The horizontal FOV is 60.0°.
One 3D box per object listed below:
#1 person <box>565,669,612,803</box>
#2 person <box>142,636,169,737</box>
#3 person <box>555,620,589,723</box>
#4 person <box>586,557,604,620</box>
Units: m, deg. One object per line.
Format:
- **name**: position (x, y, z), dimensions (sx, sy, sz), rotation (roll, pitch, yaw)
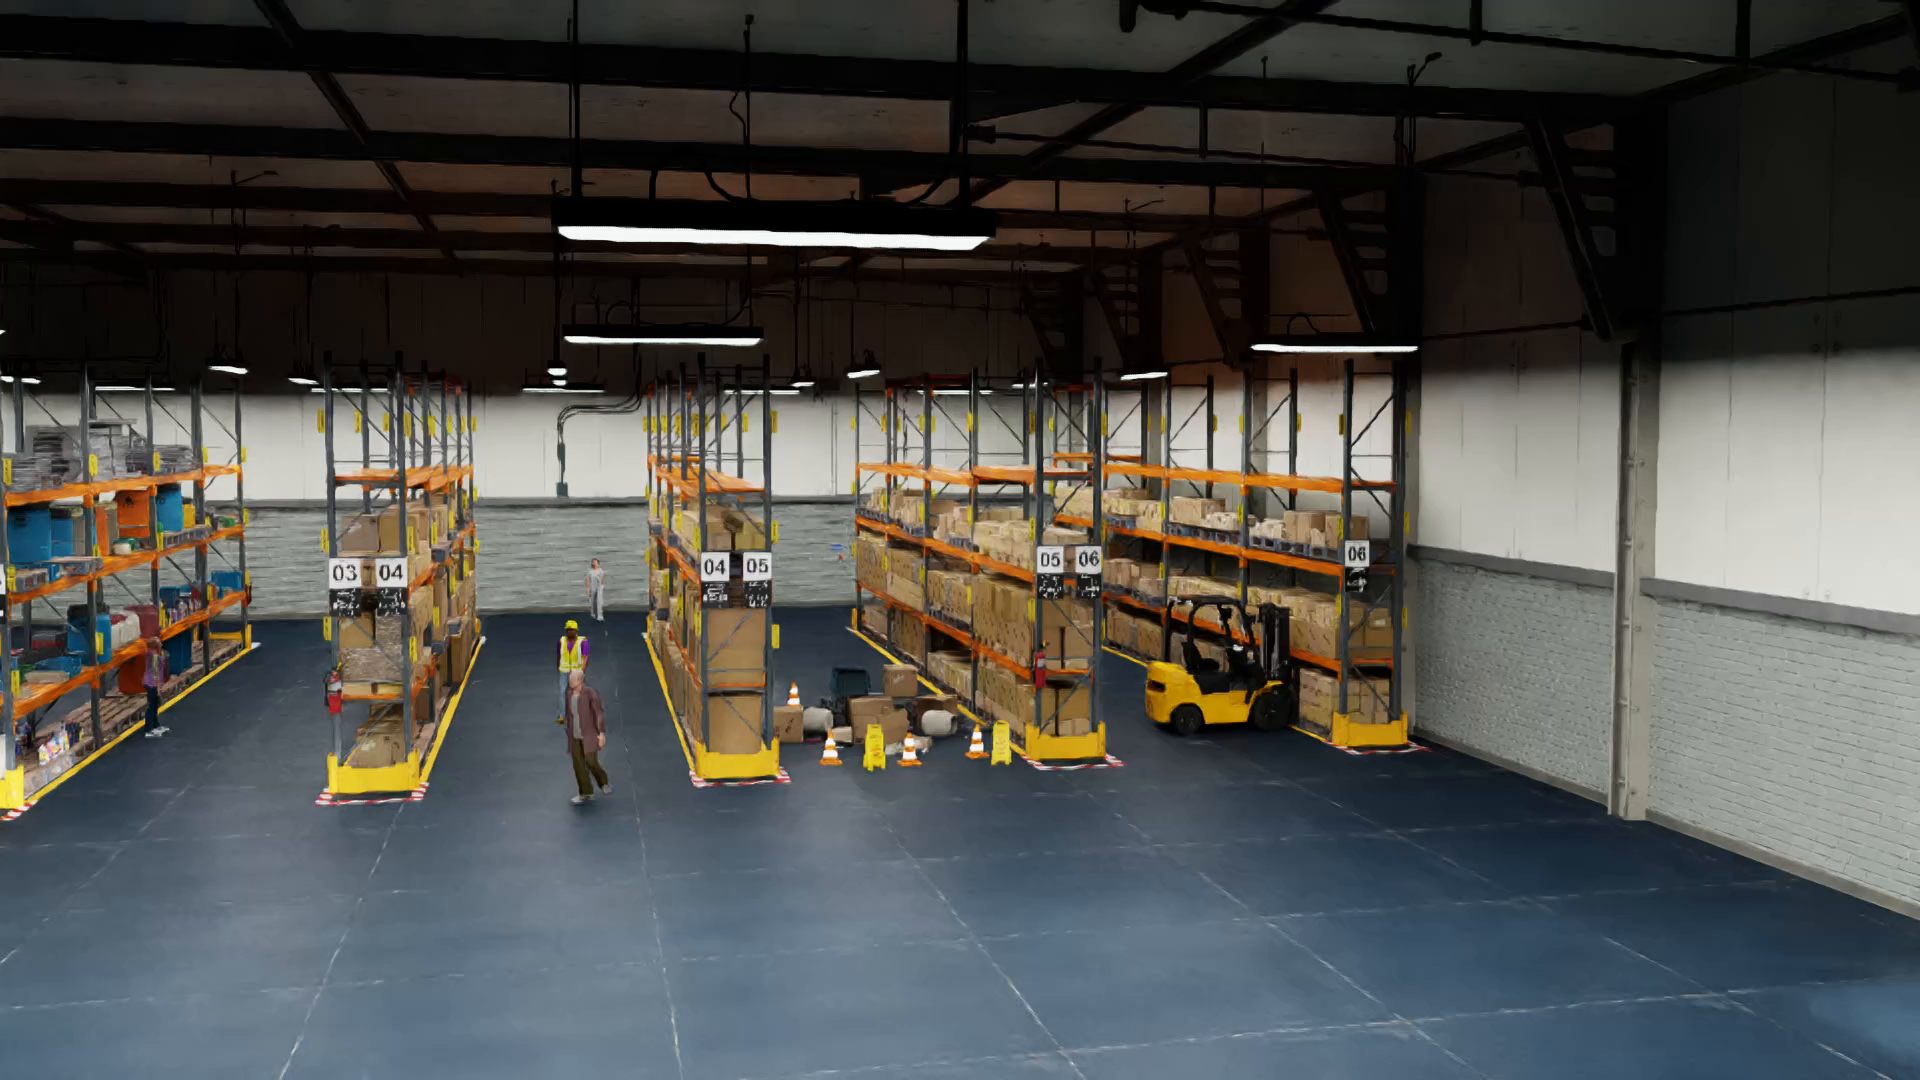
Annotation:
- **person**: position (-4.948, 2.582, 22.131), dimensions (0.626, 1.773, 0.582), rotation (2, 4, 23)
- **person**: position (-12.898, 2.333, 26.671), dimensions (0.420, 1.602, 0.506), rotation (-3, 5, -37)
- **person**: position (-6.511, 2.195, 27.962), dimensions (0.569, 1.708, 1.042), rotation (0, 4, -5)
- **person**: position (-9.345, 1.230, 42.574), dimensions (0.446, 1.590, 1.110), rotation (-1, 4, -11)
